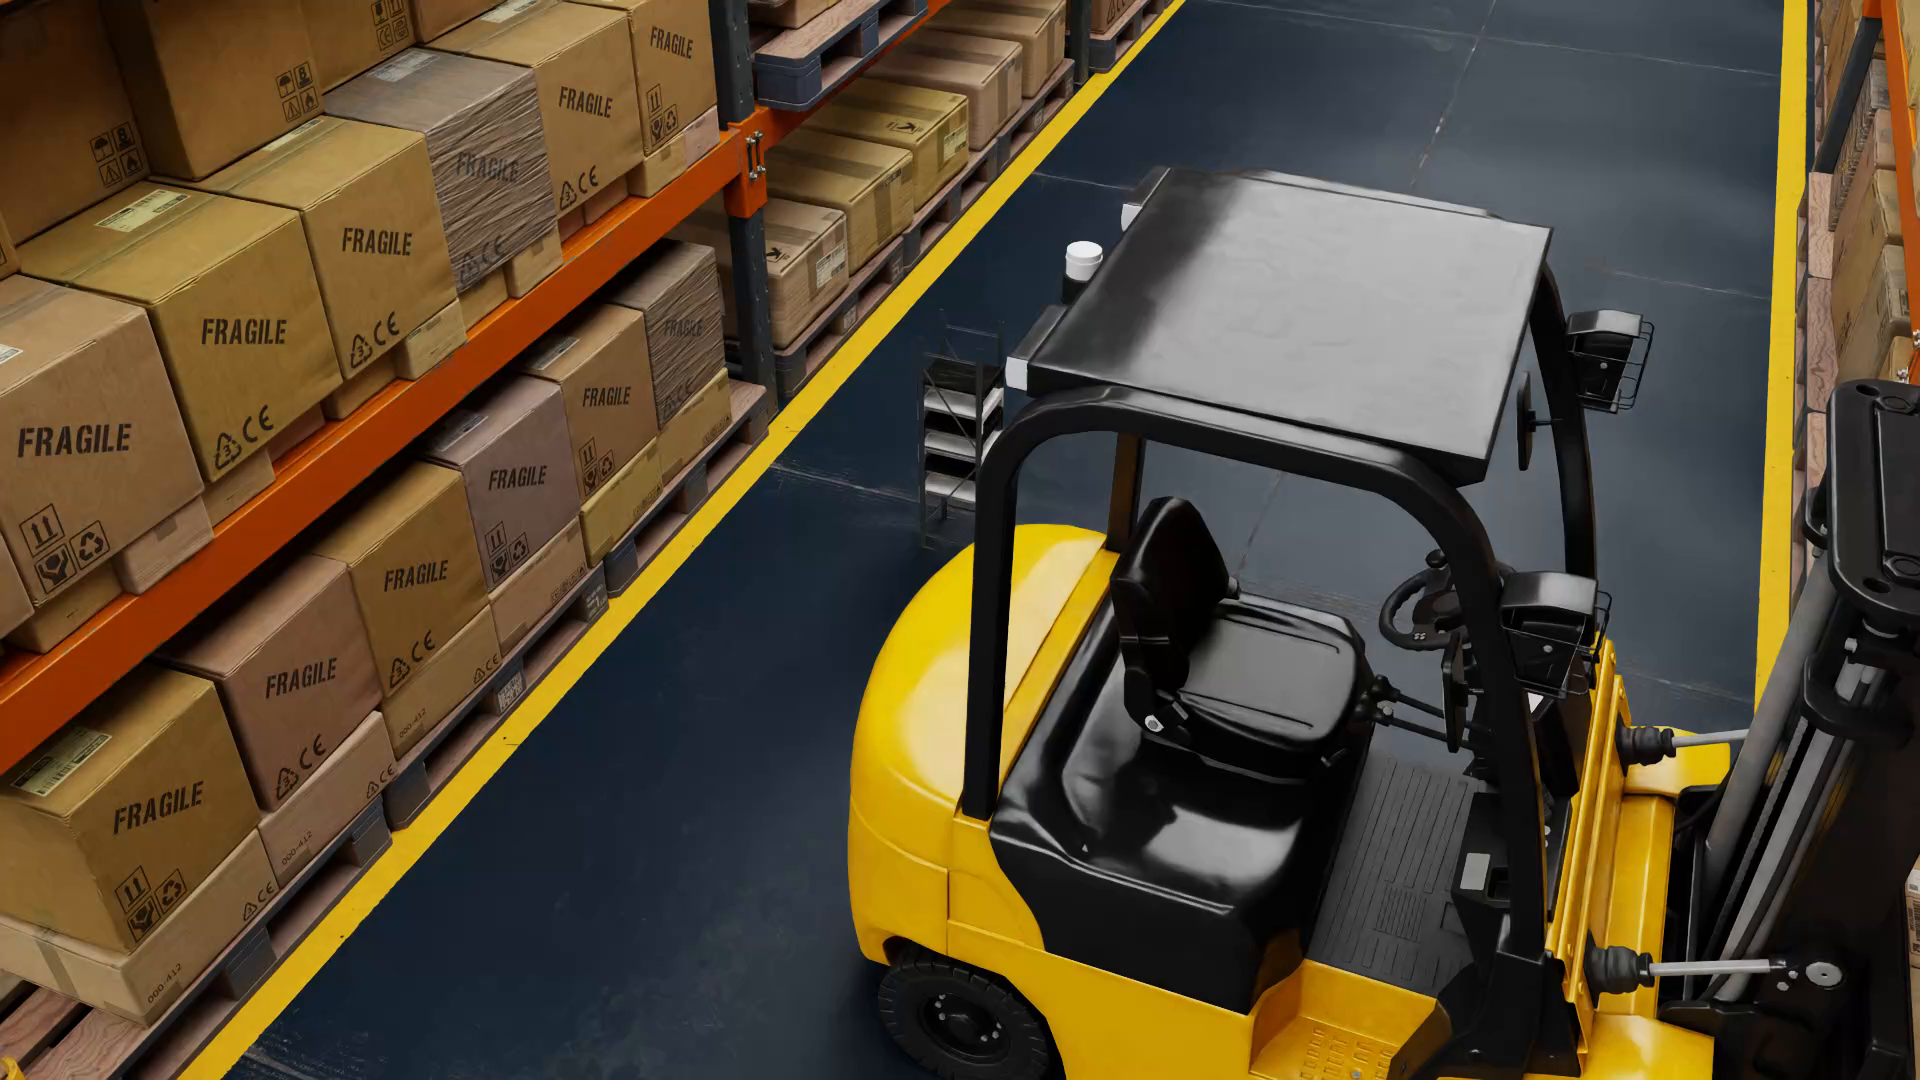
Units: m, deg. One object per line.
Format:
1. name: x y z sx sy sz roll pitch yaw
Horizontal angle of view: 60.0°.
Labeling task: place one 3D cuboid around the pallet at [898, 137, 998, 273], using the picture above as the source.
1. pallet: -0.485 -1.803 8.486 1.003 0.211 1.213 14 39 18

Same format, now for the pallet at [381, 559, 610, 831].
1. pallet: -1.929 0.364 5.587 1.003 0.211 1.213 14 39 18

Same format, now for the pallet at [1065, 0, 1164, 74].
1. pallet: 0.649 -3.328 10.526 1.003 0.211 1.213 14 39 18

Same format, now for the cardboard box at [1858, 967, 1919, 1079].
1. cardboard box: 2.085 1.173 3.285 0.500 0.250 0.500 14 39 18

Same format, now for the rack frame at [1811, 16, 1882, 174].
1. rack frame: 4.871 -2.897 7.620 1.000 3.000 0.127 14 39 18

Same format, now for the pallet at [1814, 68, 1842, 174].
1. pallet: 5.190 -2.185 8.997 1.003 0.211 1.213 14 39 18

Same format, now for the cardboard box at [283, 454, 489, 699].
1. cardboard box: -1.800 0.073 4.966 0.500 0.500 0.500 15 39 19

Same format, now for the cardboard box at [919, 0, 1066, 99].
1. cardboard box: 0.055 -2.831 9.376 0.950 0.372 0.625 11 38 15

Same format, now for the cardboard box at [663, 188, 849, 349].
1. cardboard box: -1.046 -1.217 7.217 0.950 0.372 0.625 14 39 18

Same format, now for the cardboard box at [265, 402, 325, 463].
1. cardboard box: -1.934 -0.349 4.421 0.380 0.149 0.250 15 39 19

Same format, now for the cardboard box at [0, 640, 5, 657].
1. cardboard box: -2.361 0.220 3.659 0.380 0.149 0.250 14 39 18

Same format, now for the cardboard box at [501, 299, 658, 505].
1. cardboard box: -1.412 -0.507 5.743 0.500 0.500 0.500 15 39 19

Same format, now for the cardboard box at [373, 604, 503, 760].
1. cardboard box: -1.805 0.367 5.199 0.500 0.250 0.500 16 40 21

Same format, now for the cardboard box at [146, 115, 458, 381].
1. cardboard box: -1.755 -0.808 4.493 0.500 0.500 0.500 13 39 17

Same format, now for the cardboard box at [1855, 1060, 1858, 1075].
1. cardboard box: 2.101 1.359 3.455 0.500 0.250 0.500 13 39 17

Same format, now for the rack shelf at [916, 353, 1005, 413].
1. rack shelf: 0.003 -0.554 5.845 0.258 0.077 0.200 14 39 18

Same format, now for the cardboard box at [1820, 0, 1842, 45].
1. cardboard box: 5.410 -3.204 9.768 0.500 0.500 0.500 12 39 16

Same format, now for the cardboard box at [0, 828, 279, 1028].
1. cardboard box: -2.202 0.953 4.415 0.500 0.250 0.500 14 39 17

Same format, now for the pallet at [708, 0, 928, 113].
1. pallet: -0.818 -2.124 6.746 1.003 0.211 1.213 14 39 18

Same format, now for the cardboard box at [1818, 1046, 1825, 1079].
1. cardboard box: 2.287 1.293 3.961 0.500 0.250 0.500 15 39 19

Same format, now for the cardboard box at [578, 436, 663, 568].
1. cardboard box: -1.413 -0.192 5.947 0.500 0.250 0.500 13 39 17

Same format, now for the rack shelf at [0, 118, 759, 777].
1. rack shelf: -2.004 -0.415 4.901 1.077 0.370 4.000 14 39 18

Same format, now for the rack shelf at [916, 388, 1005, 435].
1. rack shelf: 0.003 -0.482 5.899 0.258 0.077 0.200 14 39 18

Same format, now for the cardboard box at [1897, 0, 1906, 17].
1. cardboard box: 4.280 -2.369 7.040 0.500 0.250 0.500 13 39 17

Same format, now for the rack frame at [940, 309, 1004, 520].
1. rack frame: 0.042 -0.421 6.062 0.240 0.900 0.006 14 39 18

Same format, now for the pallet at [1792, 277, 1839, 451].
1. pallet: 4.056 -0.660 6.957 1.003 0.211 1.213 14 39 18

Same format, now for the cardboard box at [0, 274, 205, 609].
1. cardboard box: -2.134 -0.242 3.736 0.500 0.500 0.500 15 39 19

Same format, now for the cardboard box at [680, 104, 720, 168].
1. cardboard box: -1.083 -1.463 5.911 0.380 0.149 0.250 13 39 17

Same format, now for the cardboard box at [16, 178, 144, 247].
1. cardboard box: -2.425 -0.671 4.310 0.500 0.500 0.500 14 39 18

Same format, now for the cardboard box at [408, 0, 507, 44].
1. cardboard box: -1.826 -1.898 5.117 0.700 0.500 0.500 14 39 18

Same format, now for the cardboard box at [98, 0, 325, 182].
1. cardboard box: -2.156 -1.317 4.340 0.700 0.500 0.500 14 39 17

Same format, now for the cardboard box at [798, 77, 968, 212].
1. cardboard box: -0.512 -2.002 8.267 0.950 0.372 0.625 15 39 19

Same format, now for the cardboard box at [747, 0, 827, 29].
1. cardboard box: -0.741 -2.112 6.430 0.380 0.149 0.250 14 39 18

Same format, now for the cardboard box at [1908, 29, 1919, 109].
1. cardboard box: 3.891 -1.796 6.272 0.500 0.250 0.500 15 39 19

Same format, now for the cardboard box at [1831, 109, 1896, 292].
1. cardboard box: 4.379 -1.408 7.261 0.875 0.625 0.625 15 39 19

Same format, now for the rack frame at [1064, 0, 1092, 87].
1. rack frame: 0.279 -4.025 9.130 1.000 3.000 0.127 14 39 18

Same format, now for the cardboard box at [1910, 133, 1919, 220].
1. cardboard box: 3.485 -1.240 5.529 0.500 0.250 0.500 14 39 17

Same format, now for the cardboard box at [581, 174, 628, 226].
1. cardboard box: -1.343 -1.196 5.555 0.380 0.149 0.250 14 39 18

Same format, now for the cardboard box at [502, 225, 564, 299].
1. cardboard box: -1.467 -0.900 5.158 0.380 0.149 0.250 13 39 17

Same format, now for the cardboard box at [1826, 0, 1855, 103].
1. cardboard box: 5.033 -2.622 8.989 0.500 0.500 0.500 13 39 17

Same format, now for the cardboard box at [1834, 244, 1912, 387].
1. cardboard box: 3.839 -0.619 6.205 0.875 0.625 0.625 13 39 17

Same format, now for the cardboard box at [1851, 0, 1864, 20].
1. cardboard box: 4.900 -2.813 8.703 0.380 0.149 0.250 12 38 15

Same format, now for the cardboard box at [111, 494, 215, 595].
1. cardboard box: -2.046 -0.038 4.005 0.380 0.149 0.250 14 39 18

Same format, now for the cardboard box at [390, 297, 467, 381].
1. cardboard box: -1.656 -0.614 4.776 0.380 0.149 0.250 14 39 18

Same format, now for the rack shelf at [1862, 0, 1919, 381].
1. rack shelf: 4.110 -1.501 6.354 1.077 0.370 4.000 14 39 18

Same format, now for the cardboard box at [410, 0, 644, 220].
1. cardboard box: -1.372 -1.381 5.260 0.500 0.500 0.500 15 39 19

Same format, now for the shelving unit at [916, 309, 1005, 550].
1. shelving unit: 0.003 -0.365 5.987 0.258 0.900 0.210 14 39 18

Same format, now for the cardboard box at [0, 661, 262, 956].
1. cardboard box: -2.194 0.640 4.208 0.500 0.500 0.500 13 39 16

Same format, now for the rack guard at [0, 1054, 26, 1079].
1. rack guard: -2.736 1.363 4.009 1.175 0.500 0.348 14 39 18

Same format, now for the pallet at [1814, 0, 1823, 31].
1. pallet: 6.118 -3.536 10.804 1.003 0.211 1.213 14 39 18

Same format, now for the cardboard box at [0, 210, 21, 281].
1. cardboard box: -2.573 -0.767 3.603 0.700 0.500 0.500 14 39 18

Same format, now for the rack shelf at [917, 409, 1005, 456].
1. rack shelf: 0.003 -0.410 5.953 0.258 0.077 0.200 14 39 18
